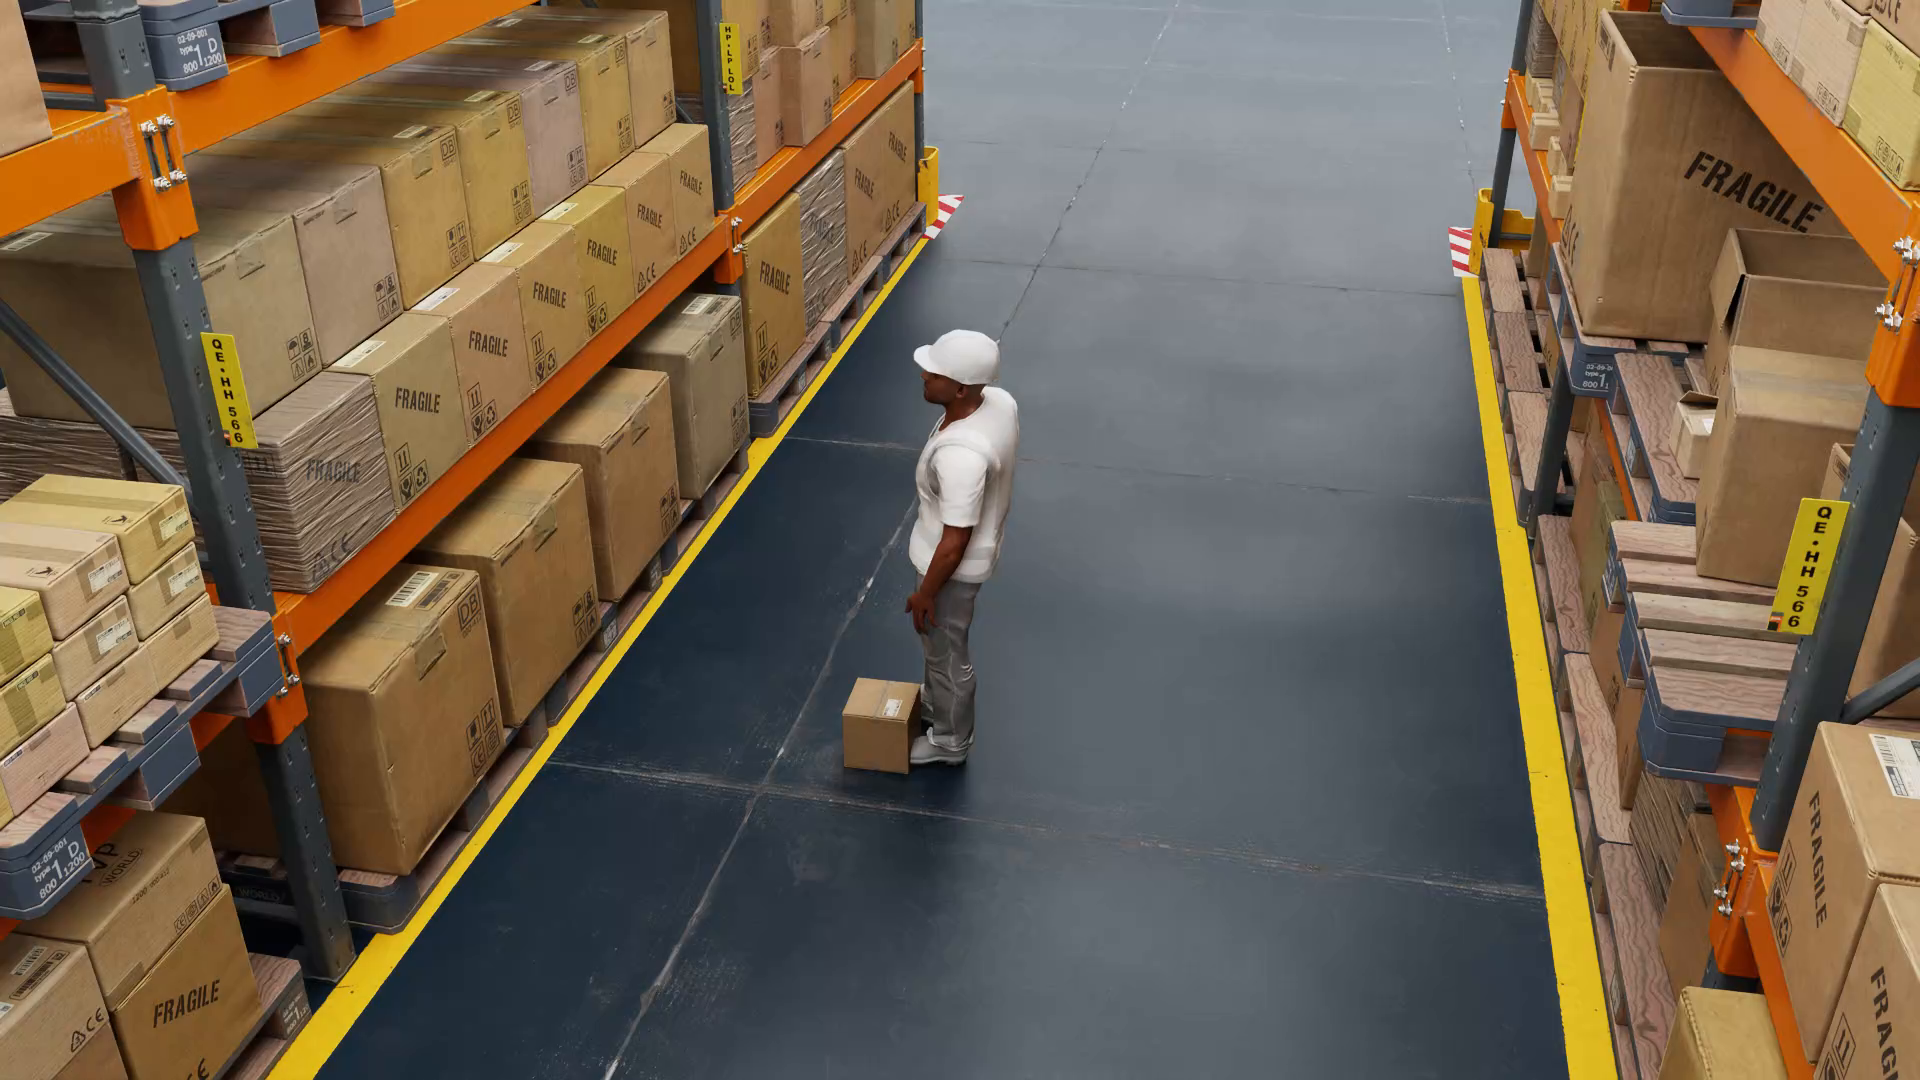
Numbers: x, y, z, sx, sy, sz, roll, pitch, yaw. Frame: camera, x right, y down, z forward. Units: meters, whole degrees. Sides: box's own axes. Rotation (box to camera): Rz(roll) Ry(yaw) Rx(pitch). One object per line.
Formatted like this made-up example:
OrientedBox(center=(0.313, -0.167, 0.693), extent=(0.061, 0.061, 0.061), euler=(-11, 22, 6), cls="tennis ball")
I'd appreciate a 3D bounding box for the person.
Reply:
OrientedBox(center=(-0.095, 0.047, 5.999), extent=(0.576, 1.760, 0.665), euler=(6, 29, 11), cls="person")
